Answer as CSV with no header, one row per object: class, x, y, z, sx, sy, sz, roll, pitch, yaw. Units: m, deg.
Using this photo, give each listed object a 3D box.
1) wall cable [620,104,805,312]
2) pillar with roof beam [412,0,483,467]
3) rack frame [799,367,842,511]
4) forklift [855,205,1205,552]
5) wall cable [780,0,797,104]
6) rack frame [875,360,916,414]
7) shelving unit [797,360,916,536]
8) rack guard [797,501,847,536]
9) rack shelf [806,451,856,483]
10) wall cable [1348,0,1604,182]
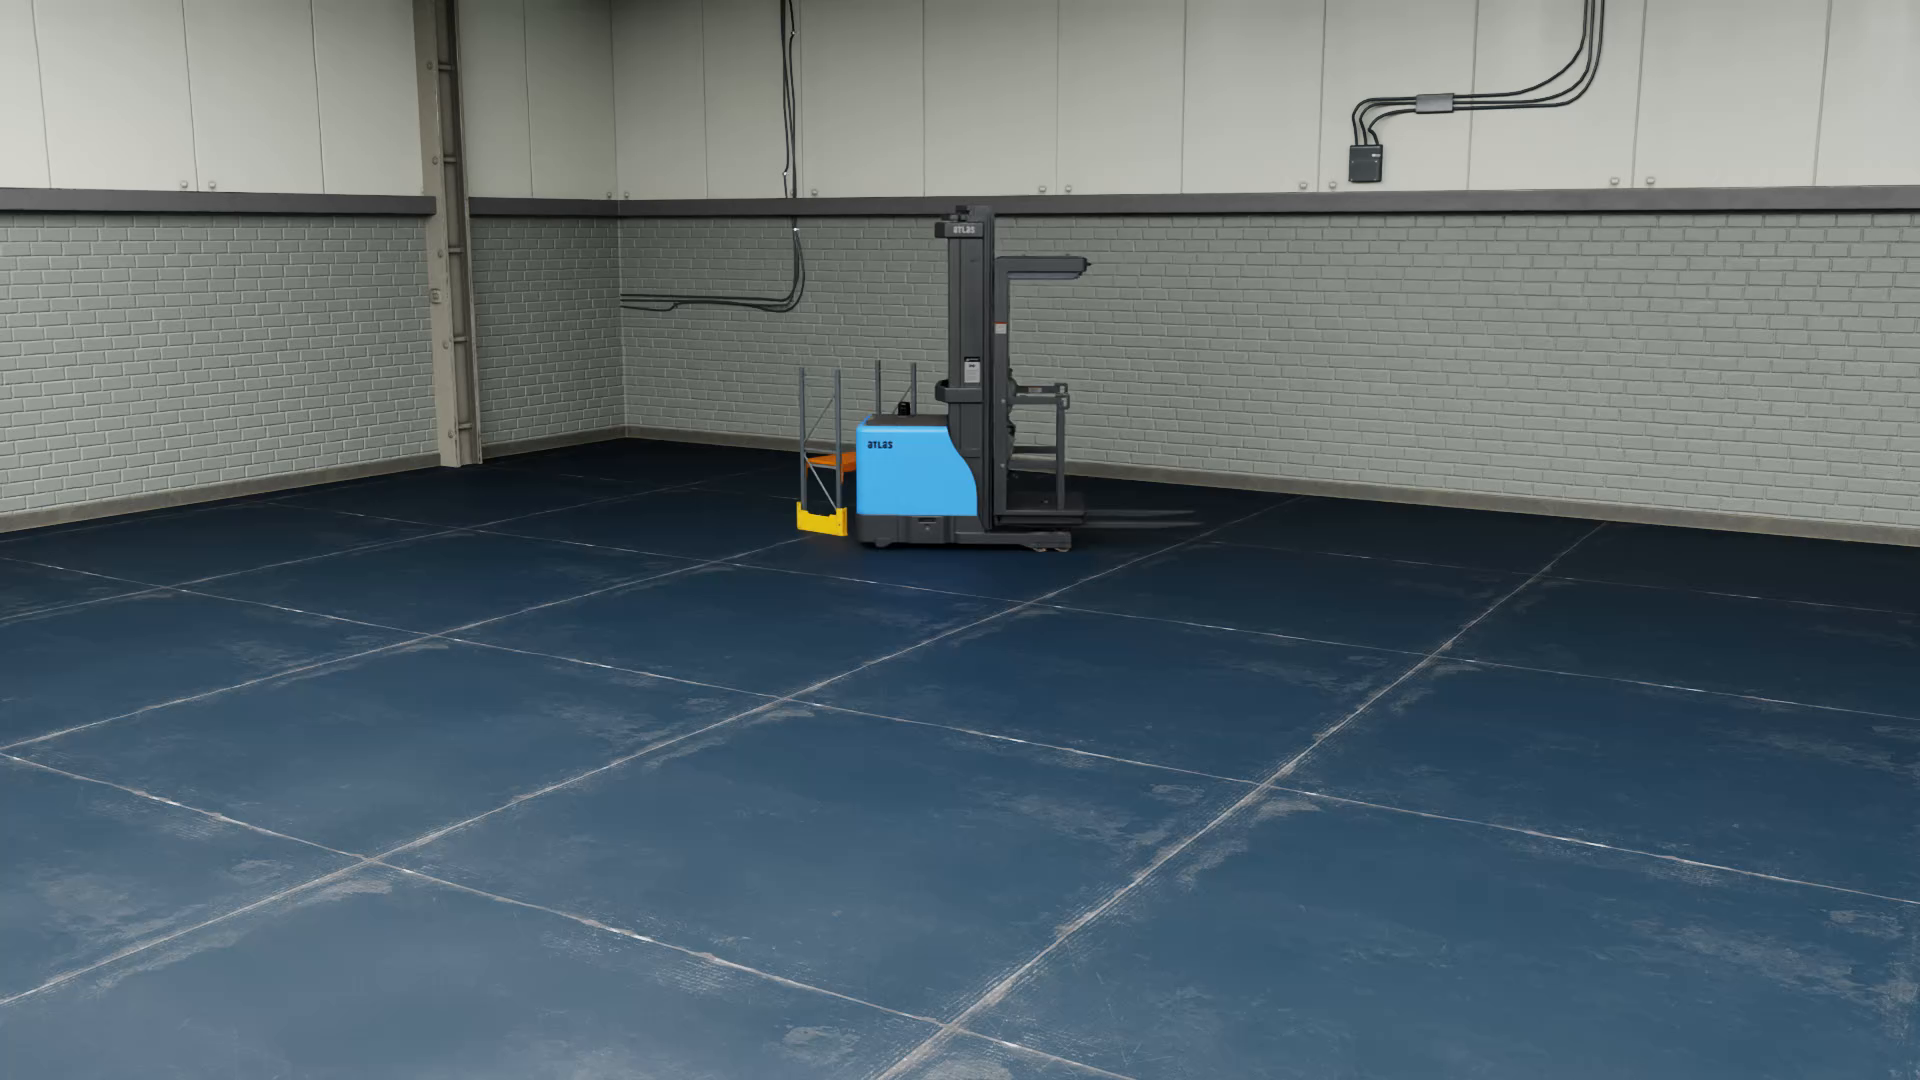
wall cable,-3.235,-4.128,20.905,3.097,2.526,0.112,6,12,31
pillar with roof beam,-2.216,-4.906,16.622,9.100,9.000,0.400,6,12,31
rack frame,-1.268,-0.812,15.128,0.500,1.500,0.032,9,14,39
forklift,0.624,-1.435,14.570,3.031,2.935,1.130,0,11,3
wall cable,-0.923,-6.352,19.059,3.097,2.526,0.112,6,12,31
rack frame,-0.611,-0.954,15.891,0.500,1.500,0.032,9,14,39
shelving unit,-0.945,-0.882,15.503,0.587,1.500,1.083,9,14,39
rack guard,-1.267,-0.197,15.244,0.587,0.250,0.087,9,14,39
rack shelf,-0.939,-0.706,15.543,0.538,0.185,1.000,9,14,39
wall cable,4.870,-6.417,15.448,2.305,6.003,0.169,6,12,31
